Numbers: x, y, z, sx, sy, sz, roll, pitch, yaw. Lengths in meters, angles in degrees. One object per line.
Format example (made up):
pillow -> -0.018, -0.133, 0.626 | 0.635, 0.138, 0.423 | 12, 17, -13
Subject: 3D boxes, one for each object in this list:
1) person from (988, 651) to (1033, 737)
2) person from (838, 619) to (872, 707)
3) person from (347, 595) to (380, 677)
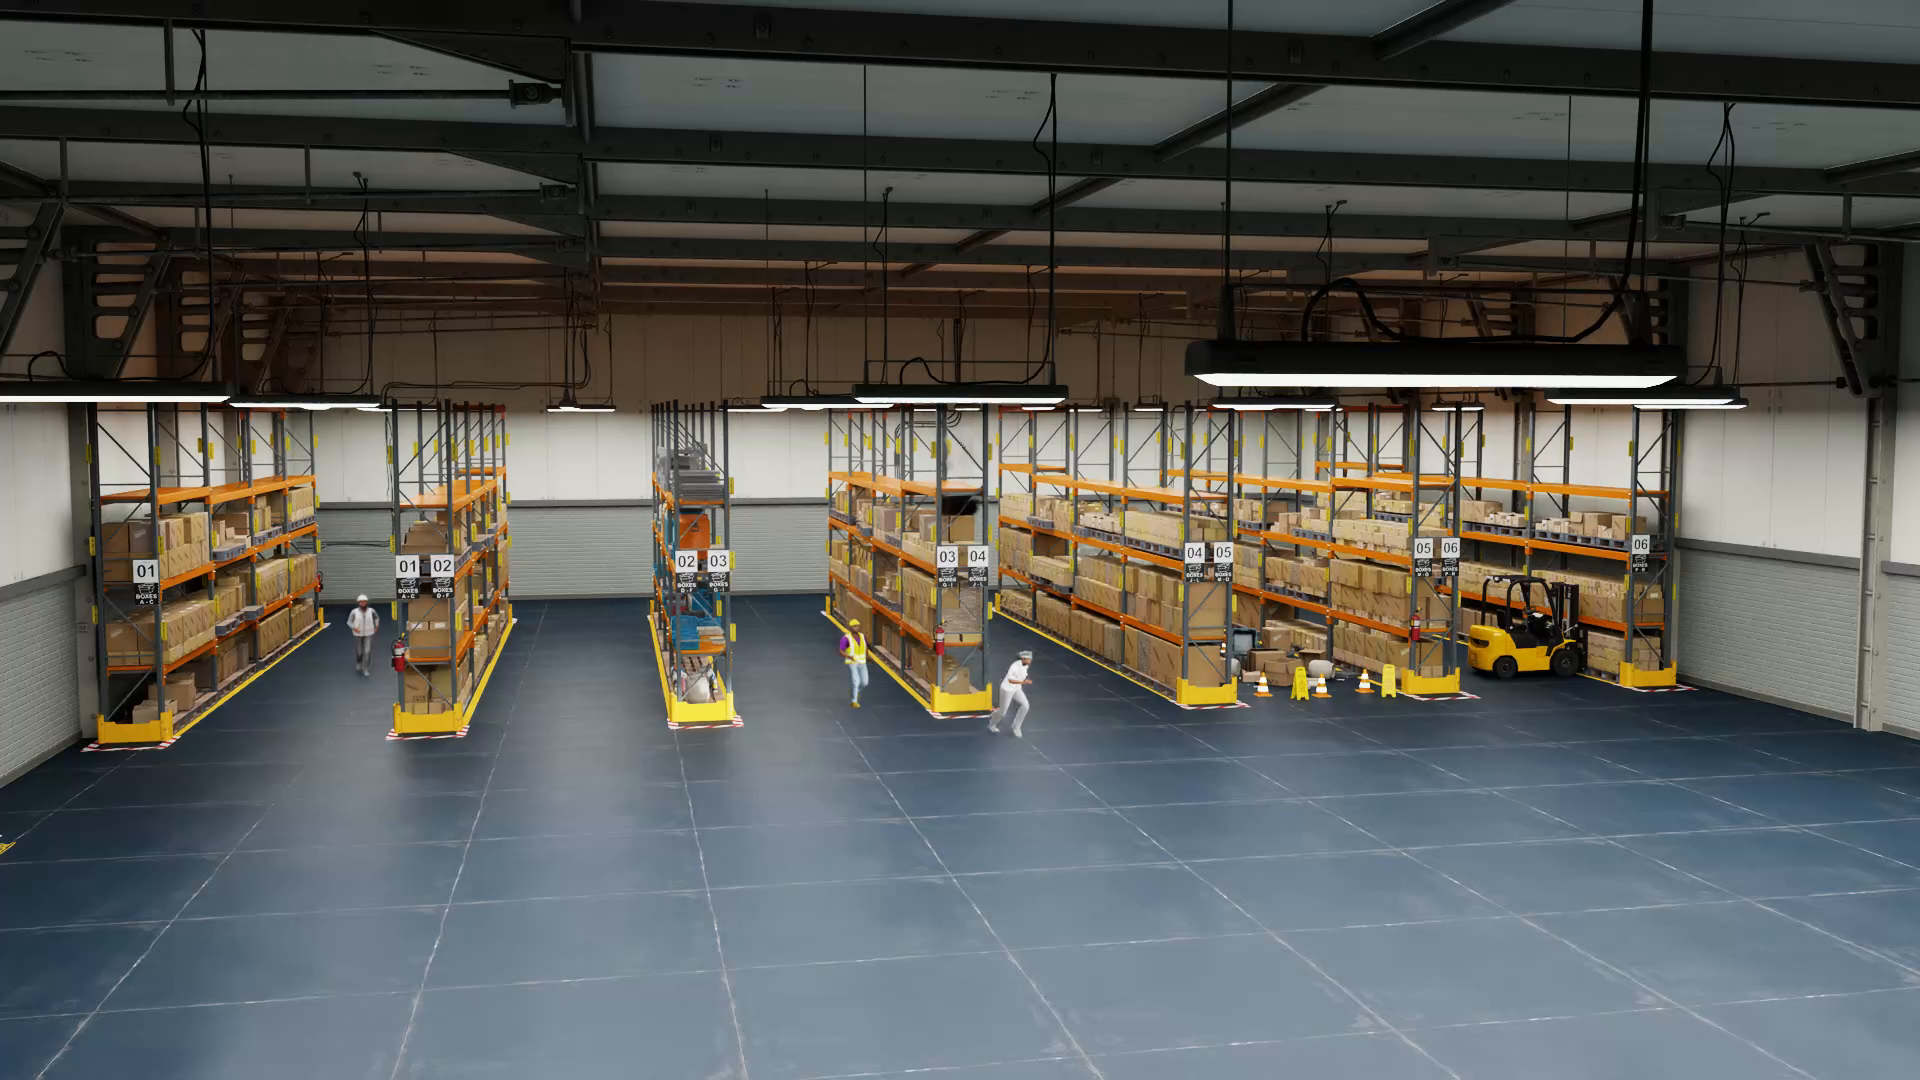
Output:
person -> 0.927, 2.738, 29.683 | 0.956, 1.586, 0.613 | 3, 5, 37
person -> -2.035, 2.413, 32.552 | 0.700, 1.722, 0.582 | -3, 5, -33
person -> -13.120, 2.090, 36.605 | 0.683, 1.775, 0.794 | -2, 5, -23
